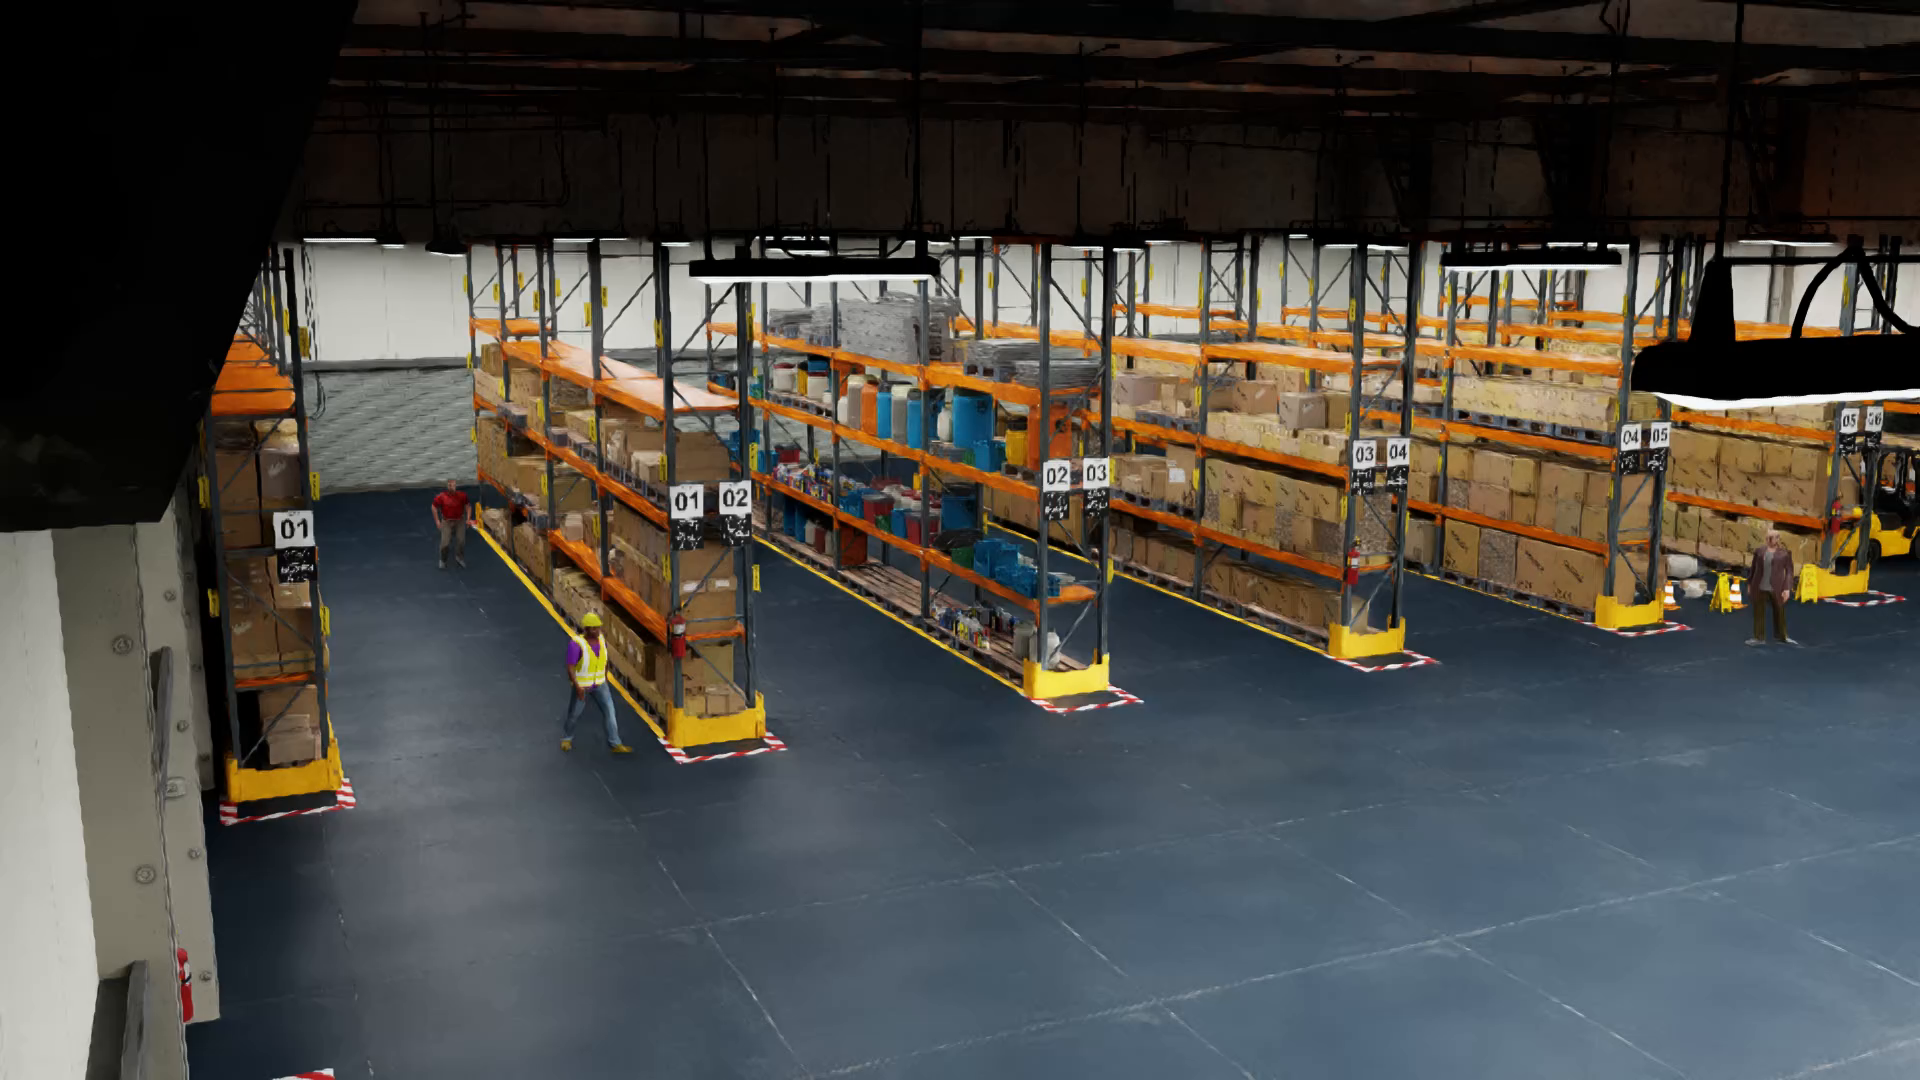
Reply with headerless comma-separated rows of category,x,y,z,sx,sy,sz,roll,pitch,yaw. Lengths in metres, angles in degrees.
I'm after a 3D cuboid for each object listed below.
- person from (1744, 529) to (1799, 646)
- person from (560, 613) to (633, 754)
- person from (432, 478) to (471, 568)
person,12.153,0.805,24.842,0.780,1.588,0.516,8,13,35
person,-4.413,1.708,19.832,0.631,1.731,0.886,-10,15,-43
person,-9.286,-0.314,30.378,0.666,1.673,0.531,-5,12,-25
